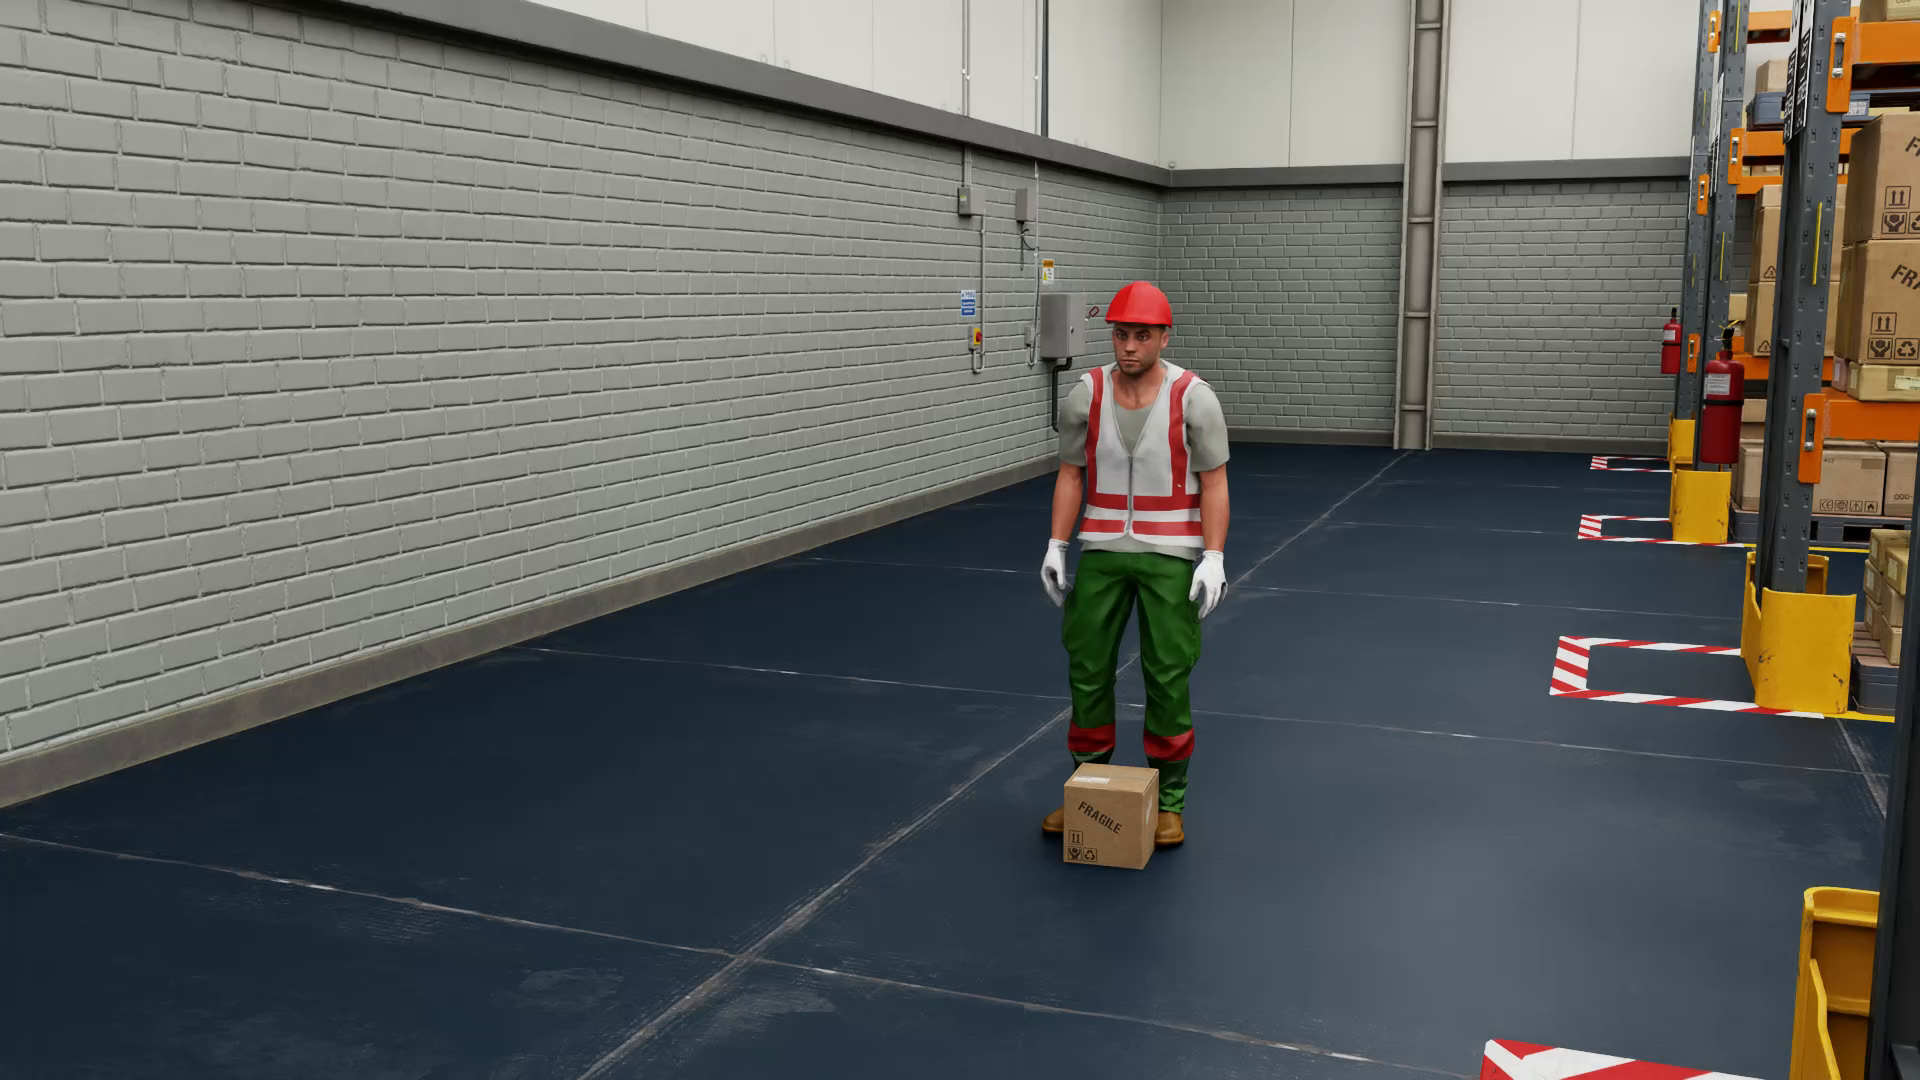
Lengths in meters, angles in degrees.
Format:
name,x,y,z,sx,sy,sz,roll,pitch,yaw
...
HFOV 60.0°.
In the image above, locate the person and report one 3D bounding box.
name,x,y,z,sx,sy,sz,roll,pitch,yaw
person,0.555,0.074,5.304,0.609,1.779,0.449,3,9,21
